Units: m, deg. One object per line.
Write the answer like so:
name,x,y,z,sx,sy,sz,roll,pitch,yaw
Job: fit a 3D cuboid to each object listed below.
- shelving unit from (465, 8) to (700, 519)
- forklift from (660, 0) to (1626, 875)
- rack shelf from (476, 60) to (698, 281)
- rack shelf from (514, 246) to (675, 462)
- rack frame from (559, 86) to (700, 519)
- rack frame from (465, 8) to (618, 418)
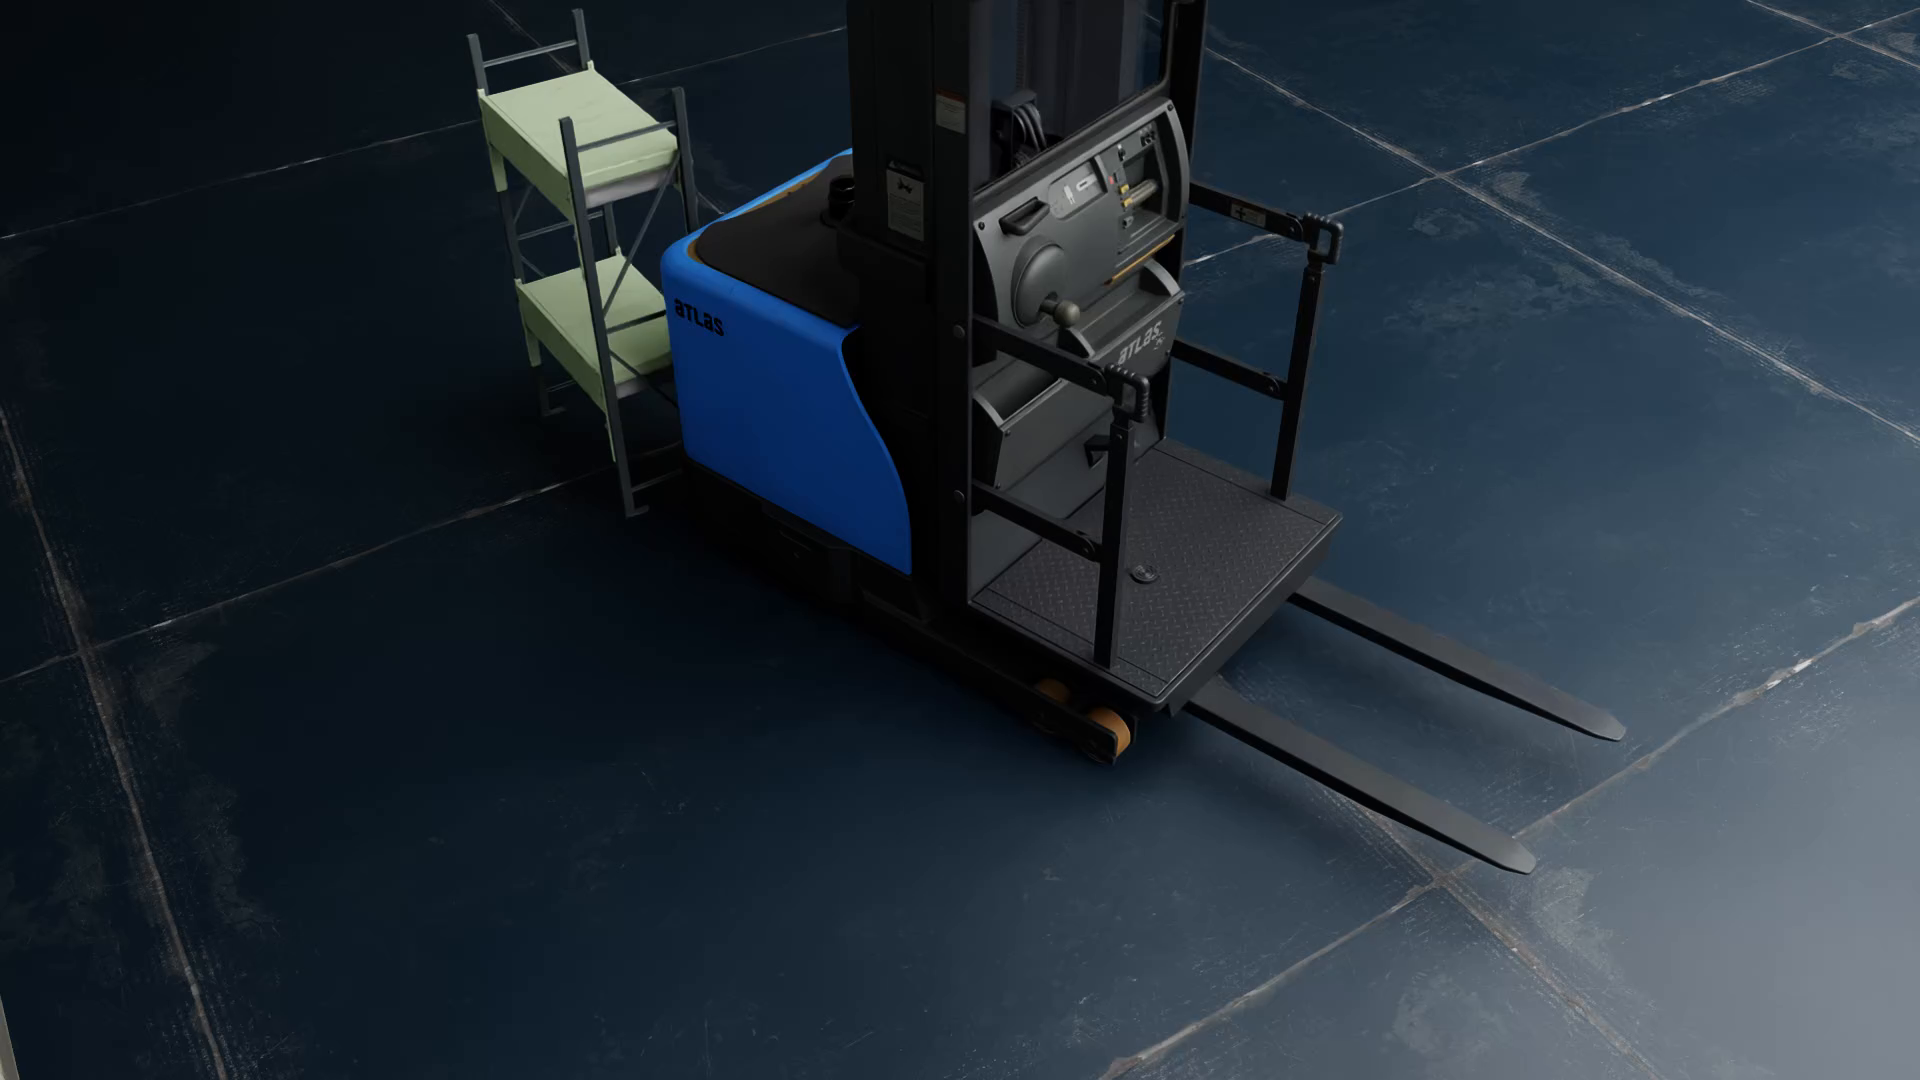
shelving unit,-1.216,-0.922,5.685,0.431,1.500,0.755,-24,45,-26
forklift,0.516,-0.851,4.481,3.031,2.935,1.130,27,47,29
rack shelf,-1.216,-1.222,5.436,0.431,0.370,0.720,-24,45,-26
rack shelf,-1.216,-0.672,5.894,0.431,0.370,0.720,-24,45,-26
rack frame,-1.010,-0.729,5.453,0.400,1.500,0.023,-24,45,-26
rack frame,-1.423,-1.116,5.918,0.400,1.500,0.023,-24,45,-26
